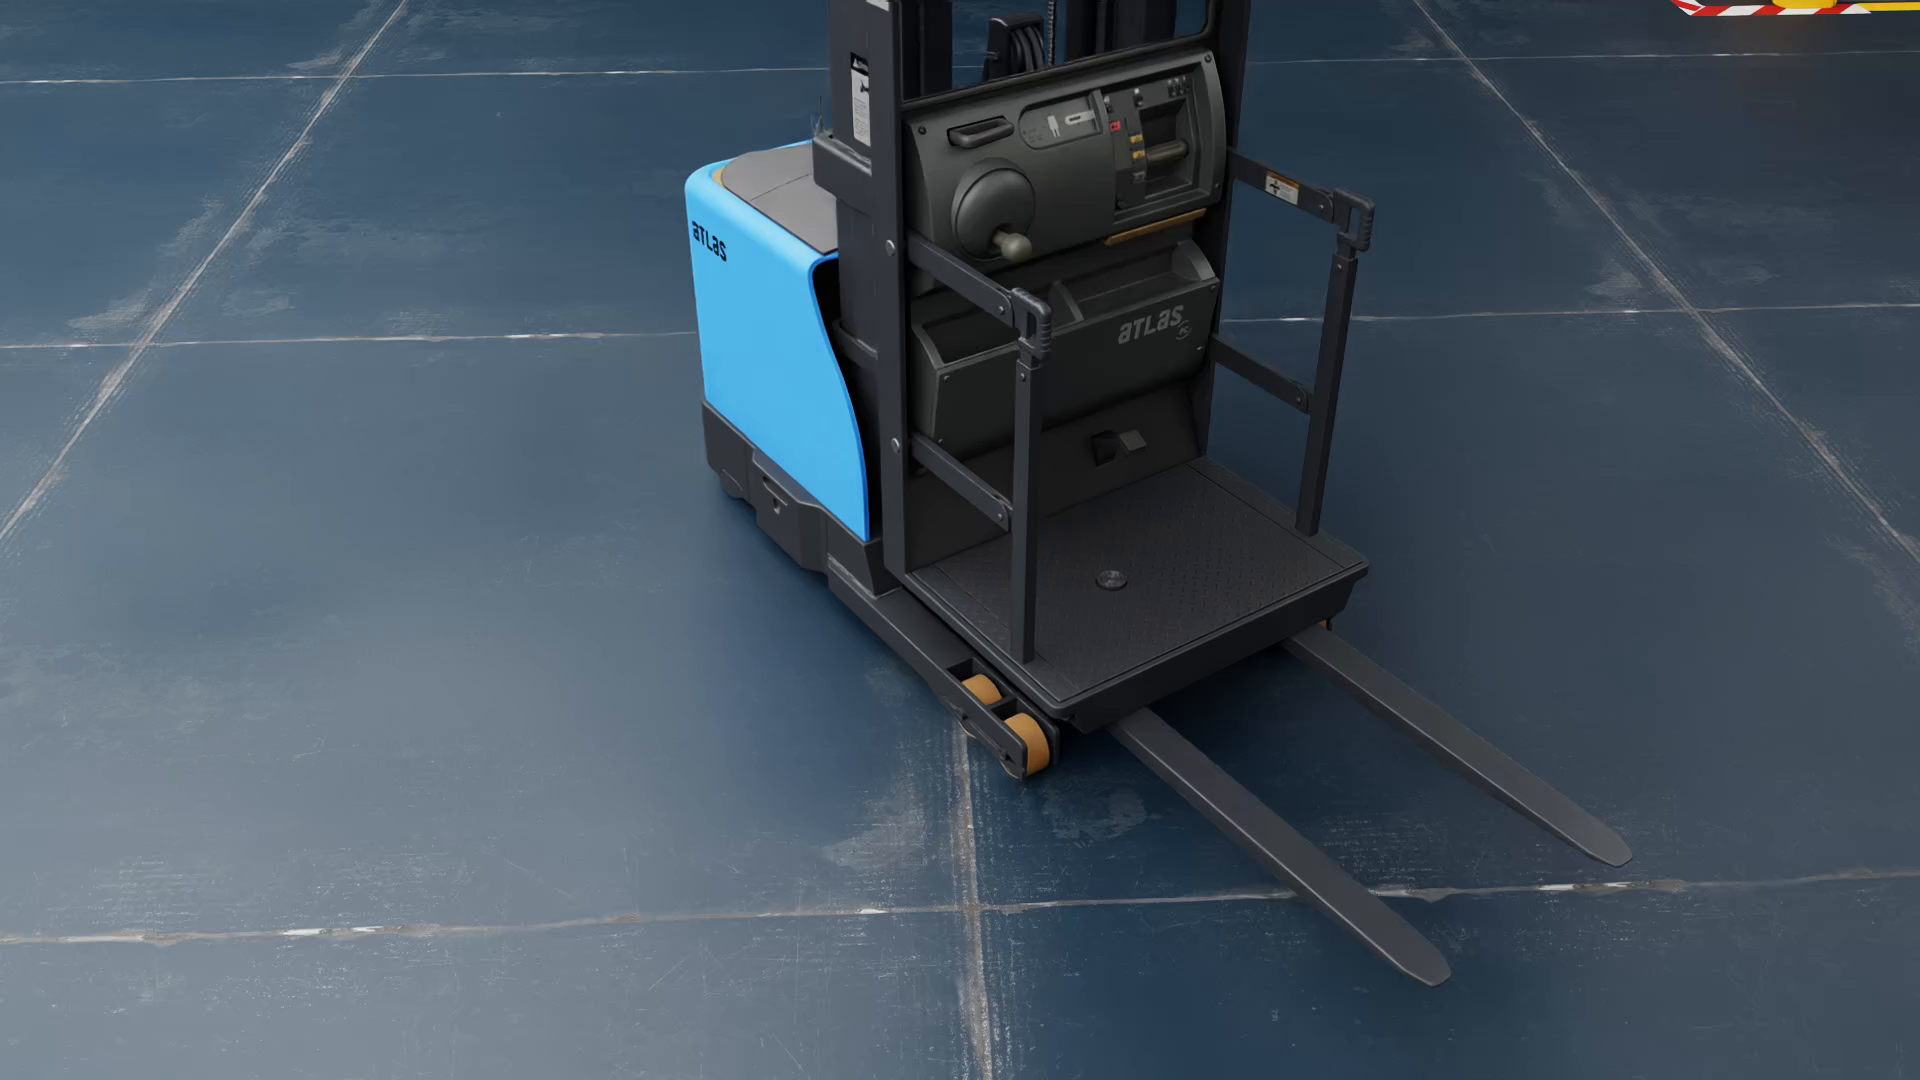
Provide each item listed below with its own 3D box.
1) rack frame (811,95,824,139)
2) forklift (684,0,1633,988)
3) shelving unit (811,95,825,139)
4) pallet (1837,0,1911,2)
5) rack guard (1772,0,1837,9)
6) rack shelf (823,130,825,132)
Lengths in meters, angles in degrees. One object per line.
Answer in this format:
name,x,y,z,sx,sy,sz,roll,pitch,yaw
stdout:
rack frame,-0.473,-0.999,5.771,0.008,1.050,0.200,2,35,3
forklift,0.410,-0.897,3.970,1.130,2.935,3.031,-21,40,-28
shelving unit,-0.351,-0.994,5.764,0.252,1.050,0.215,2,35,3
pallet,5.750,-3.582,10.240,1.213,0.211,1.003,-2,35,-2
rack guard,4.964,-3.656,10.093,0.348,0.500,1.175,-2,35,-2
rack shelf,-0.351,-1.219,5.608,0.240,0.259,0.215,2,35,3
